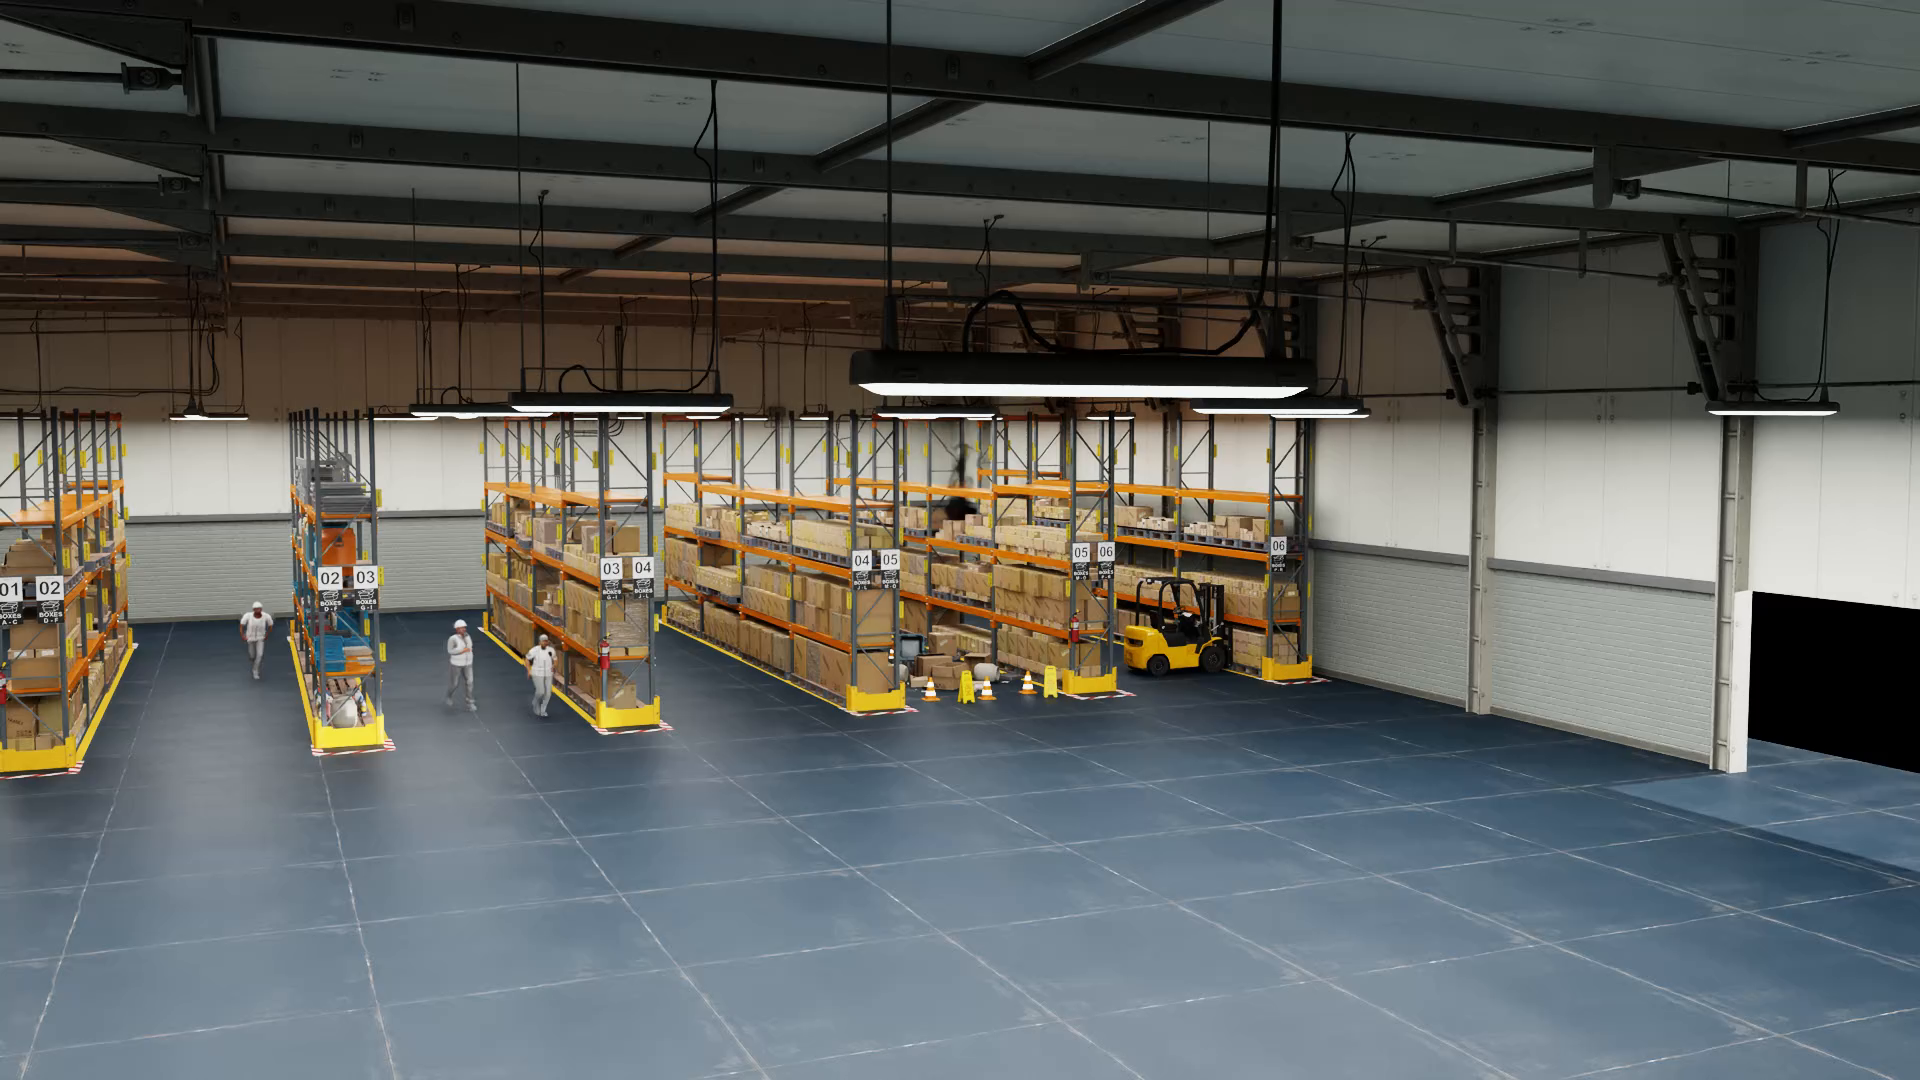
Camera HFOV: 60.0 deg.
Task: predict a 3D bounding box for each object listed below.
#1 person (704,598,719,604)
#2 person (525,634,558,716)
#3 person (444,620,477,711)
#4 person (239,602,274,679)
[{"bbox_3d":[-7.553,1.360,50.119,0.714,1.778,1.106,4,5,43],"label":"person"},{"bbox_3d":[-8.112,2.638,32.343,0.590,1.613,0.658,-2,5,-31],"label":"person"},{"bbox_3d":[-9.974,2.484,33.188,0.947,1.783,0.644,3,5,41],"label":"person"},{"bbox_3d":[-15.905,2.252,37.625,0.716,1.739,0.841,-1,4,-20],"label":"person"}]
